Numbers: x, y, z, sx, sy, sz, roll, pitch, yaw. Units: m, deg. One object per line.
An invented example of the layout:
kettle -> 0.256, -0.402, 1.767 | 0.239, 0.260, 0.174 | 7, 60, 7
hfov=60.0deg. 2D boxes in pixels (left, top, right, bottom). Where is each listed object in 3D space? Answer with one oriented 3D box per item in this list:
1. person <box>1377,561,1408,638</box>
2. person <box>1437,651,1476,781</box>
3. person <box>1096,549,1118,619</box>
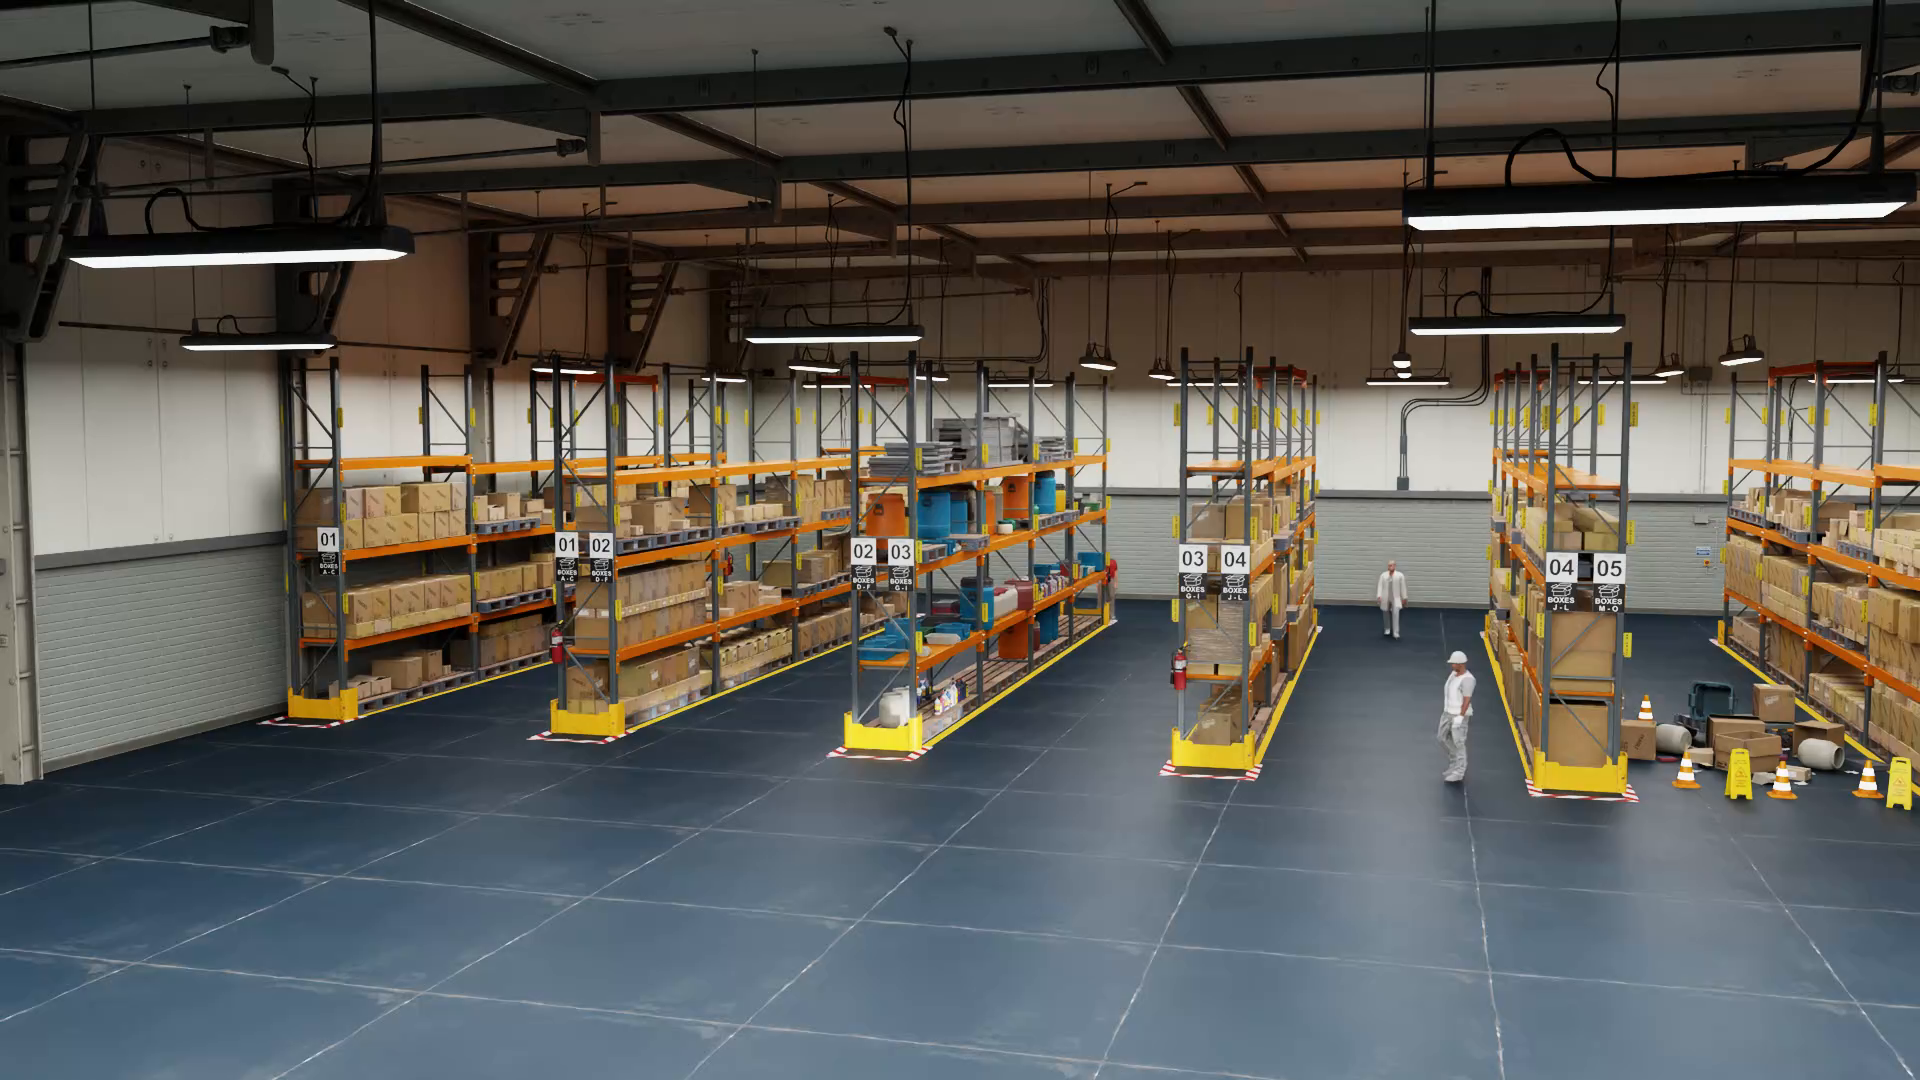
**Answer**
person -> 9.835, 1.337, 37.831 | 0.684, 1.713, 1.133 | 1, 4, 13
person -> 6.852, 2.429, 22.993 | 0.440, 1.804, 0.627 | -1, 4, -14
person -> 3.665, 1.100, 41.501 | 0.560, 1.744, 0.373 | -1, 4, -12
